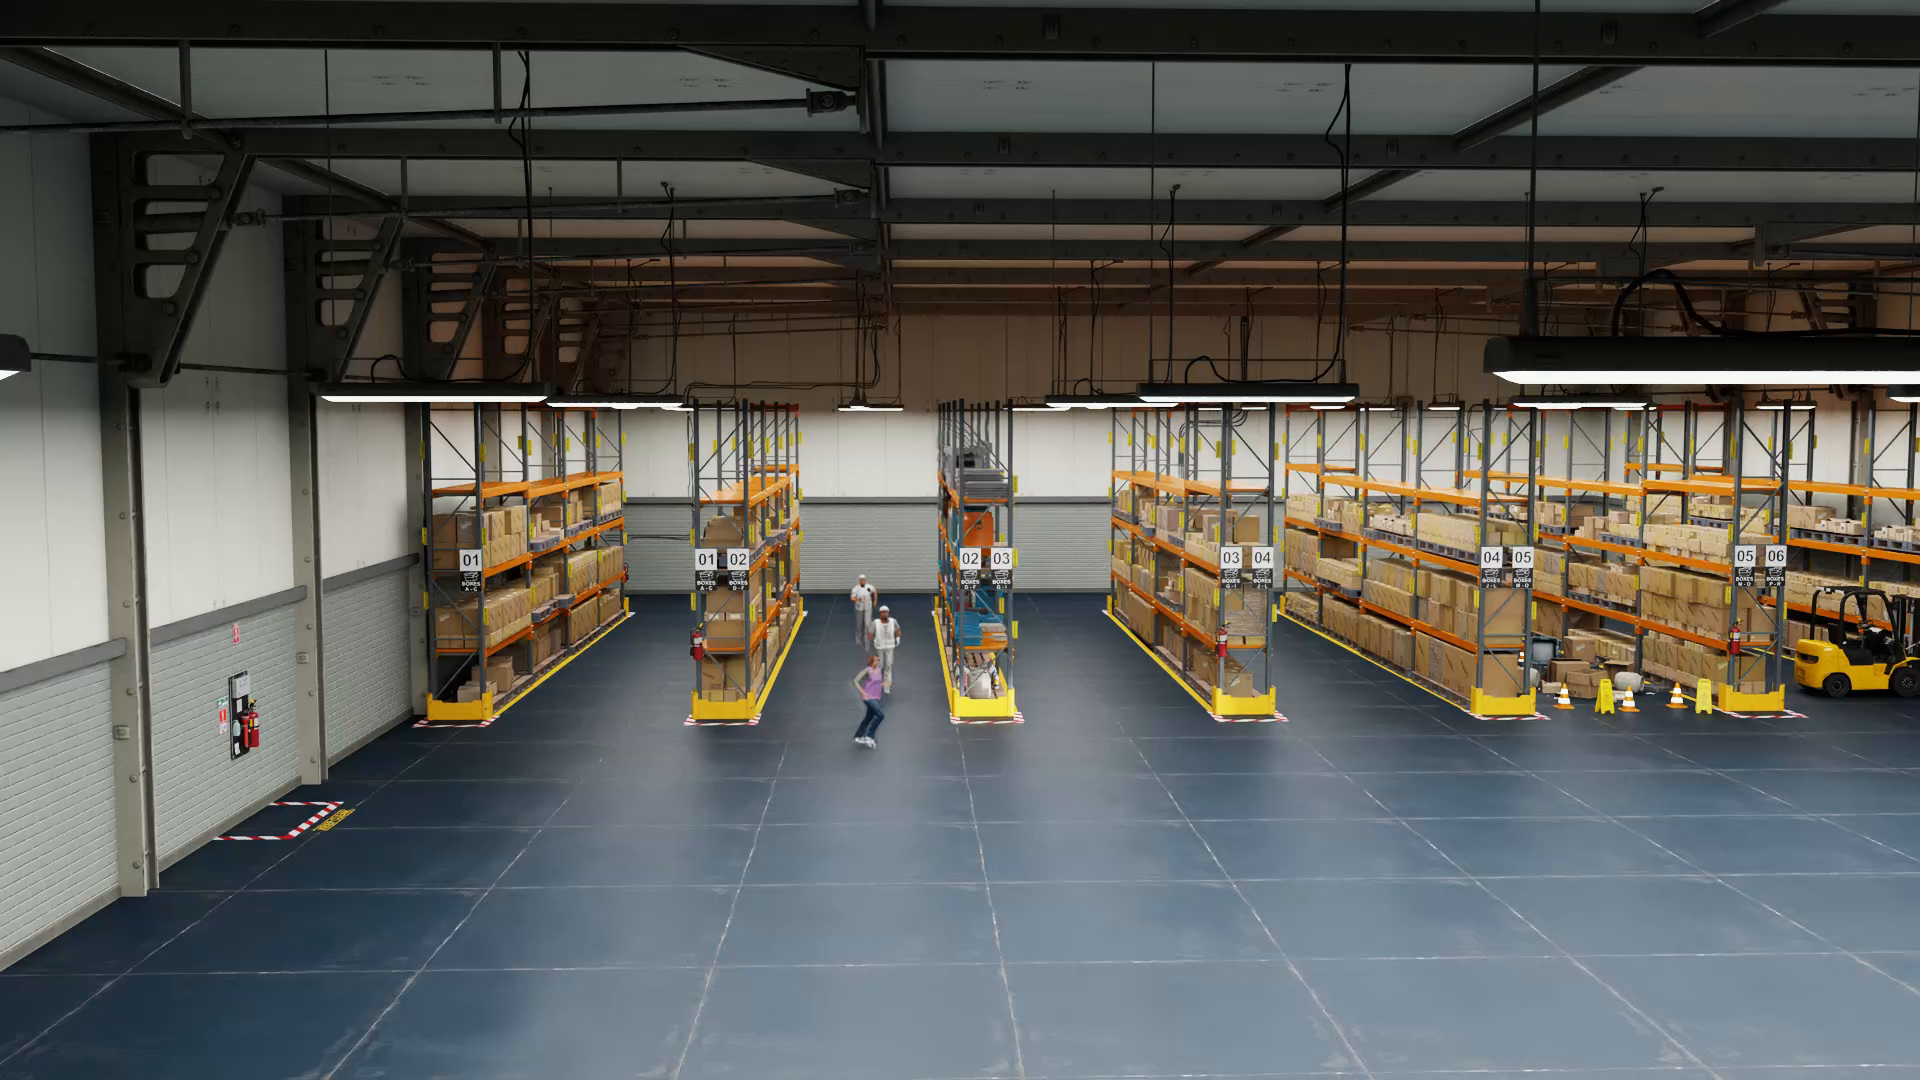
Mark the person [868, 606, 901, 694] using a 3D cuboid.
[{"bbox_3d":[-1.566,2.240,34.399,0.667,1.775,0.855,-1,4,-10],"label":"person"}]

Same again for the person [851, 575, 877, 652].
[{"bbox_3d":[-2.243,1.693,38.821,0.608,1.782,0.827,0,4,-4],"label":"person"}]

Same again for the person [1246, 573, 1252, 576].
[{"bbox_3d":[8.026,1.396,46.518,0.553,1.591,0.570,1,4,10],"label":"person"}]

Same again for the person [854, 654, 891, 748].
[{"bbox_3d":[-1.504,2.765,28.603,0.679,1.620,0.507,2,5,27],"label":"person"}]
